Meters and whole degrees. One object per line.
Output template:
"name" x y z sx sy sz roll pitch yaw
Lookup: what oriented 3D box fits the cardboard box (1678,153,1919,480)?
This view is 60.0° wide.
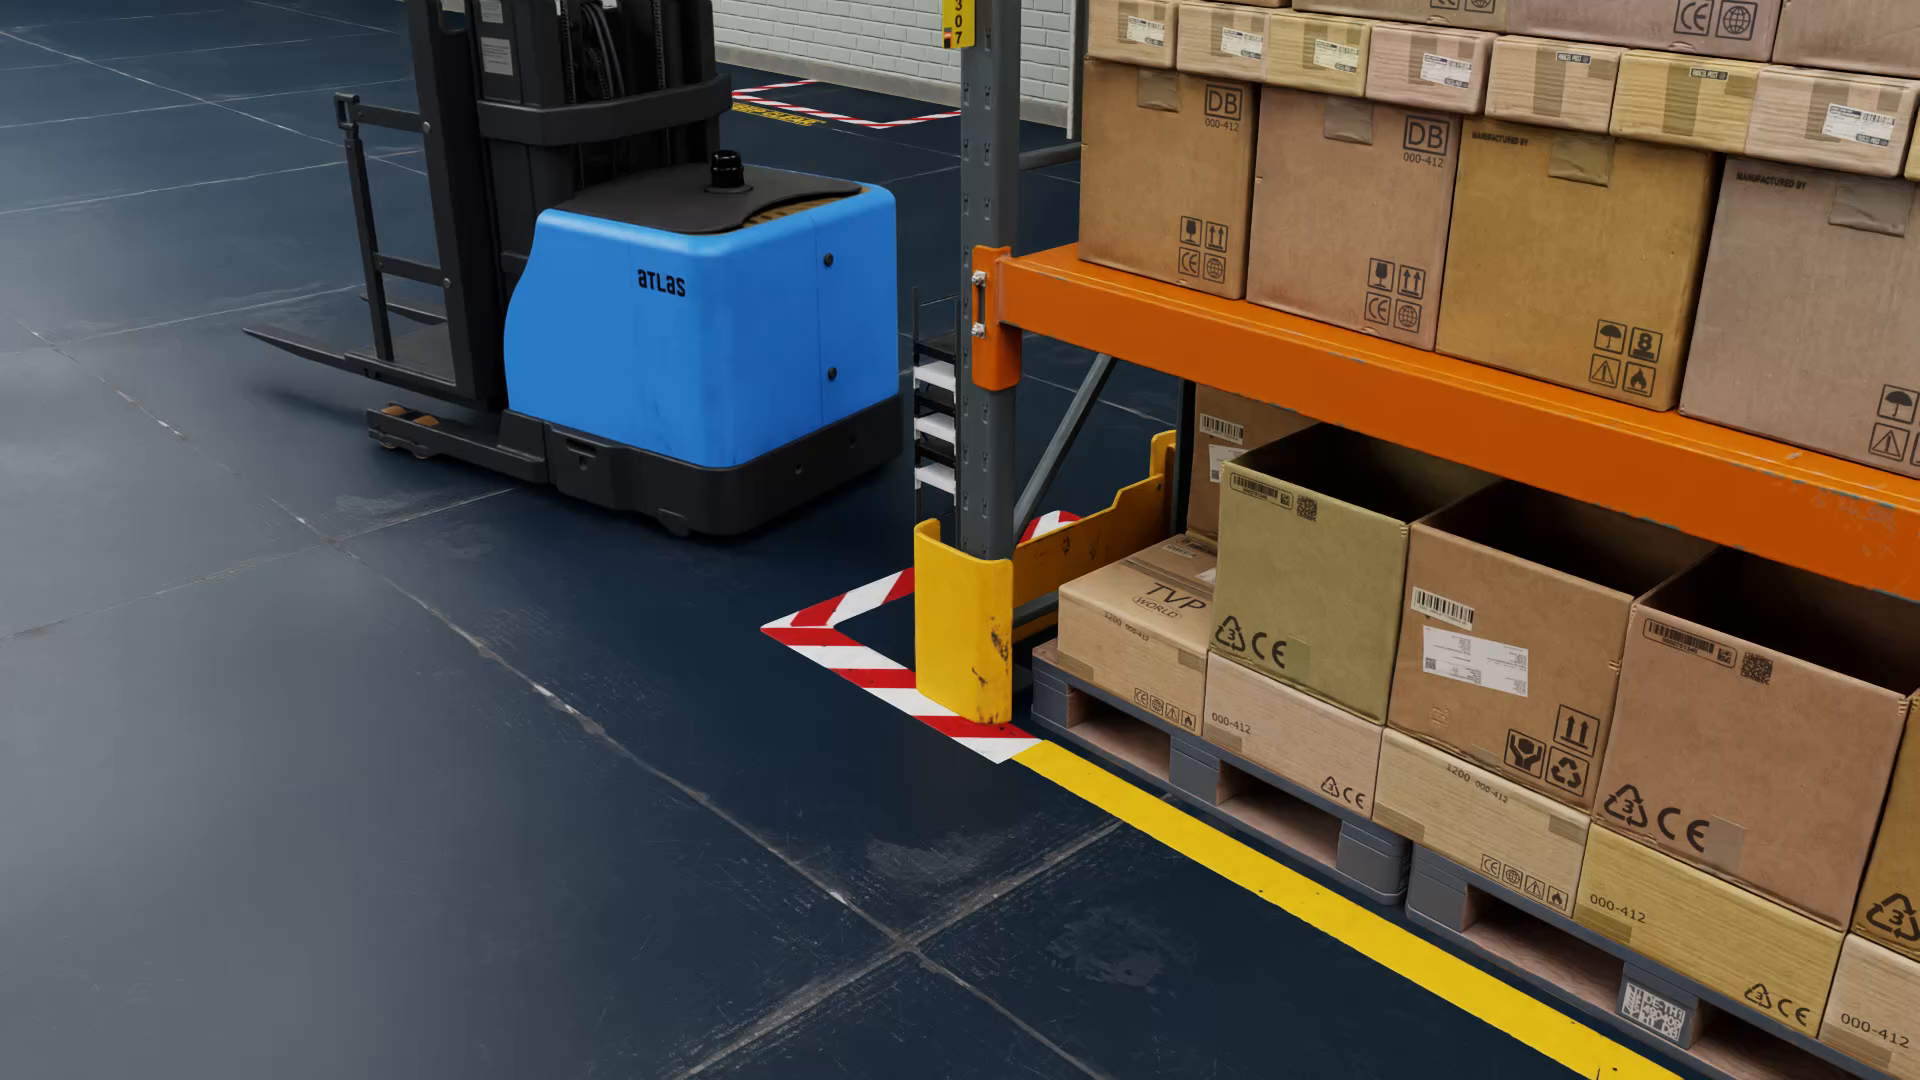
"cardboard box" 1.776 -0.480 3.068 0.700 0.500 0.500 -20 31 -37

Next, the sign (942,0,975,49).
"sign" -0.003 -1.322 3.896 0.100 0.325 0.005 -21 32 -38

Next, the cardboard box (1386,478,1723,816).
"cardboard box" 1.304 0.195 3.612 0.500 0.500 0.500 -21 32 -38

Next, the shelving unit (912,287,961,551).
"shelving unit" 0.005 -0.407 5.558 0.258 0.900 0.210 -21 32 -38

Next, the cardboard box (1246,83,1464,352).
"cardboard box" 1.078 -0.791 3.749 0.700 0.500 0.500 -20 31 -37

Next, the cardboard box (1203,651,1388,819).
"cardboard box" 0.955 0.388 4.093 0.500 0.250 0.500 -21 32 -38

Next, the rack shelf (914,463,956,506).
"rack shelf" 0.005 -0.213 5.646 0.258 0.077 0.200 -21 32 -38

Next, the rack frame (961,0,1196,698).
"rack frame" 0.406 -1.048 4.433 1.000 3.000 0.127 -21 32 -38

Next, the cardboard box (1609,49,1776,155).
"cardboard box" 1.399 -0.819 3.029 0.380 0.149 0.250 -22 32 -39

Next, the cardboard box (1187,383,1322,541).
"cardboard box" 0.990 -0.251 4.590 0.500 0.500 0.500 -21 32 -38

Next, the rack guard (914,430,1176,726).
"rack guard" 0.390 0.082 4.968 1.175 0.500 0.348 -21 32 -38

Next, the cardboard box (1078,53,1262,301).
"cardboard box" 0.716 -0.948 4.095 0.700 0.500 0.500 -21 32 -38

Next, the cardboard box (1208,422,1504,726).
"cardboard box" 0.953 0.047 3.936 0.500 0.500 0.500 -21 32 -38

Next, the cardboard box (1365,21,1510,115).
"cardboard box" 1.040 -0.976 3.374 0.380 0.149 0.250 -22 32 -39

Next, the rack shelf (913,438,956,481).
"rack shelf" 0.005 -0.295 5.609 0.258 0.077 0.200 -21 32 -38

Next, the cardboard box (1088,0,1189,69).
"cardboard box" 0.517 -1.209 3.883 0.380 0.149 0.250 -22 32 -39

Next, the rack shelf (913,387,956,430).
"rack shelf" 0.005 -0.459 5.534 0.258 0.077 0.200 -21 32 -38

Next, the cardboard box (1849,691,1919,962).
"cardboard box" 1.986 0.499 2.946 0.500 0.500 0.500 -21 32 -38

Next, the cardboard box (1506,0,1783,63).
"cardboard box" 1.460 -1.212 3.110 0.700 0.500 0.500 -21 32 -38

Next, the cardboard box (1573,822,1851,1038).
"cardboard box" 1.634 0.692 3.425 0.500 0.250 0.500 -21 32 -38

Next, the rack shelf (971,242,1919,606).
"rack shelf" 1.773 -0.115 3.254 1.077 0.370 4.000 -21 32 -38

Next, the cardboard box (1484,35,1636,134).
"cardboard box" 1.224 -0.896 3.199 0.250 0.149 0.380 23 33 40

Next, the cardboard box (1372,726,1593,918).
"cardboard box" 1.296 0.539 3.760 0.500 0.250 0.500 -21 32 -38

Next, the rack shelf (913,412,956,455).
"rack shelf" 0.005 -0.377 5.572 0.258 0.077 0.200 -21 32 -38

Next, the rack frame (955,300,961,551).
"rack frame" 0.075 -0.376 5.490 0.240 0.900 0.006 -21 32 -38

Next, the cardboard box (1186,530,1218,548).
"cardboard box" 0.988 0.091 4.744 0.500 0.250 0.500 -21 32 -38

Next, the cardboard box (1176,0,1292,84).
"cardboard box" 0.699 -1.129 3.710 0.380 0.149 0.250 -22 33 -40

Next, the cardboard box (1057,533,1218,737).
"cardboard box" 0.610 0.237 4.422 0.500 0.250 0.500 -21 32 -38

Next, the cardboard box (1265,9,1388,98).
"cardboard box" 0.869 -1.054 3.543 0.380 0.149 0.250 -21 32 -38

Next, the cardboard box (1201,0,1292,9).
"cardboard box" 0.752 -1.523 3.790 0.700 0.500 0.500 -21 32 -38

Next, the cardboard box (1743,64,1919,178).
"cardboard box" 1.567 -0.743 2.862 0.380 0.149 0.250 -21 32 -38

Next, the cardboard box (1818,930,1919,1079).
"cardboard box" 1.976 0.844 3.094 0.500 0.250 0.500 -21 32 -38

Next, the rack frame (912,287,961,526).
"rack frame" -0.064 -0.438 5.625 0.240 0.900 0.006 -21 32 -38

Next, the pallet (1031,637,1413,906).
"pallet" 0.959 0.440 4.530 1.003 0.211 1.213 -21 32 -38

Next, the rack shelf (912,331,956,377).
"rack shelf" 0.005 -0.622 5.460 0.258 0.077 0.200 -21 32 -38

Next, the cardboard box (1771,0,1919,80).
"cardboard box" 1.803 -1.061 2.777 0.700 0.500 0.500 -21 32 -38

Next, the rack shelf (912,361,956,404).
"rack shelf" 0.005 -0.541 5.497 0.258 0.077 0.200 -21 32 -38

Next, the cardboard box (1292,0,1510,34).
"cardboard box" 1.115 -1.365 3.444 0.700 0.500 0.500 -22 33 -40

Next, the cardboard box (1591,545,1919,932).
"cardboard box" 1.633 0.351 3.269 0.500 0.500 0.500 -21 32 -38

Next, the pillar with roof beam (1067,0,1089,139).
"pillar with roof beam" -2.114 -5.814 7.652 9.100 9.000 0.400 -21 32 -38

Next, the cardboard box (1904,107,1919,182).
"cardboard box" 1.747 -0.663 2.688 0.380 0.149 0.250 -20 31 -37

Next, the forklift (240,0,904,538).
"forklift" -1.710 -1.806 6.177 3.031 2.935 1.130 16 29 32

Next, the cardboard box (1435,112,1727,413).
"cardboard box" 1.413 -0.639 3.415 0.700 0.500 0.500 -21 32 -38

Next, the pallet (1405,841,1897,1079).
"pallet" 1.789 0.810 3.720 1.003 0.211 1.213 -21 32 -38
